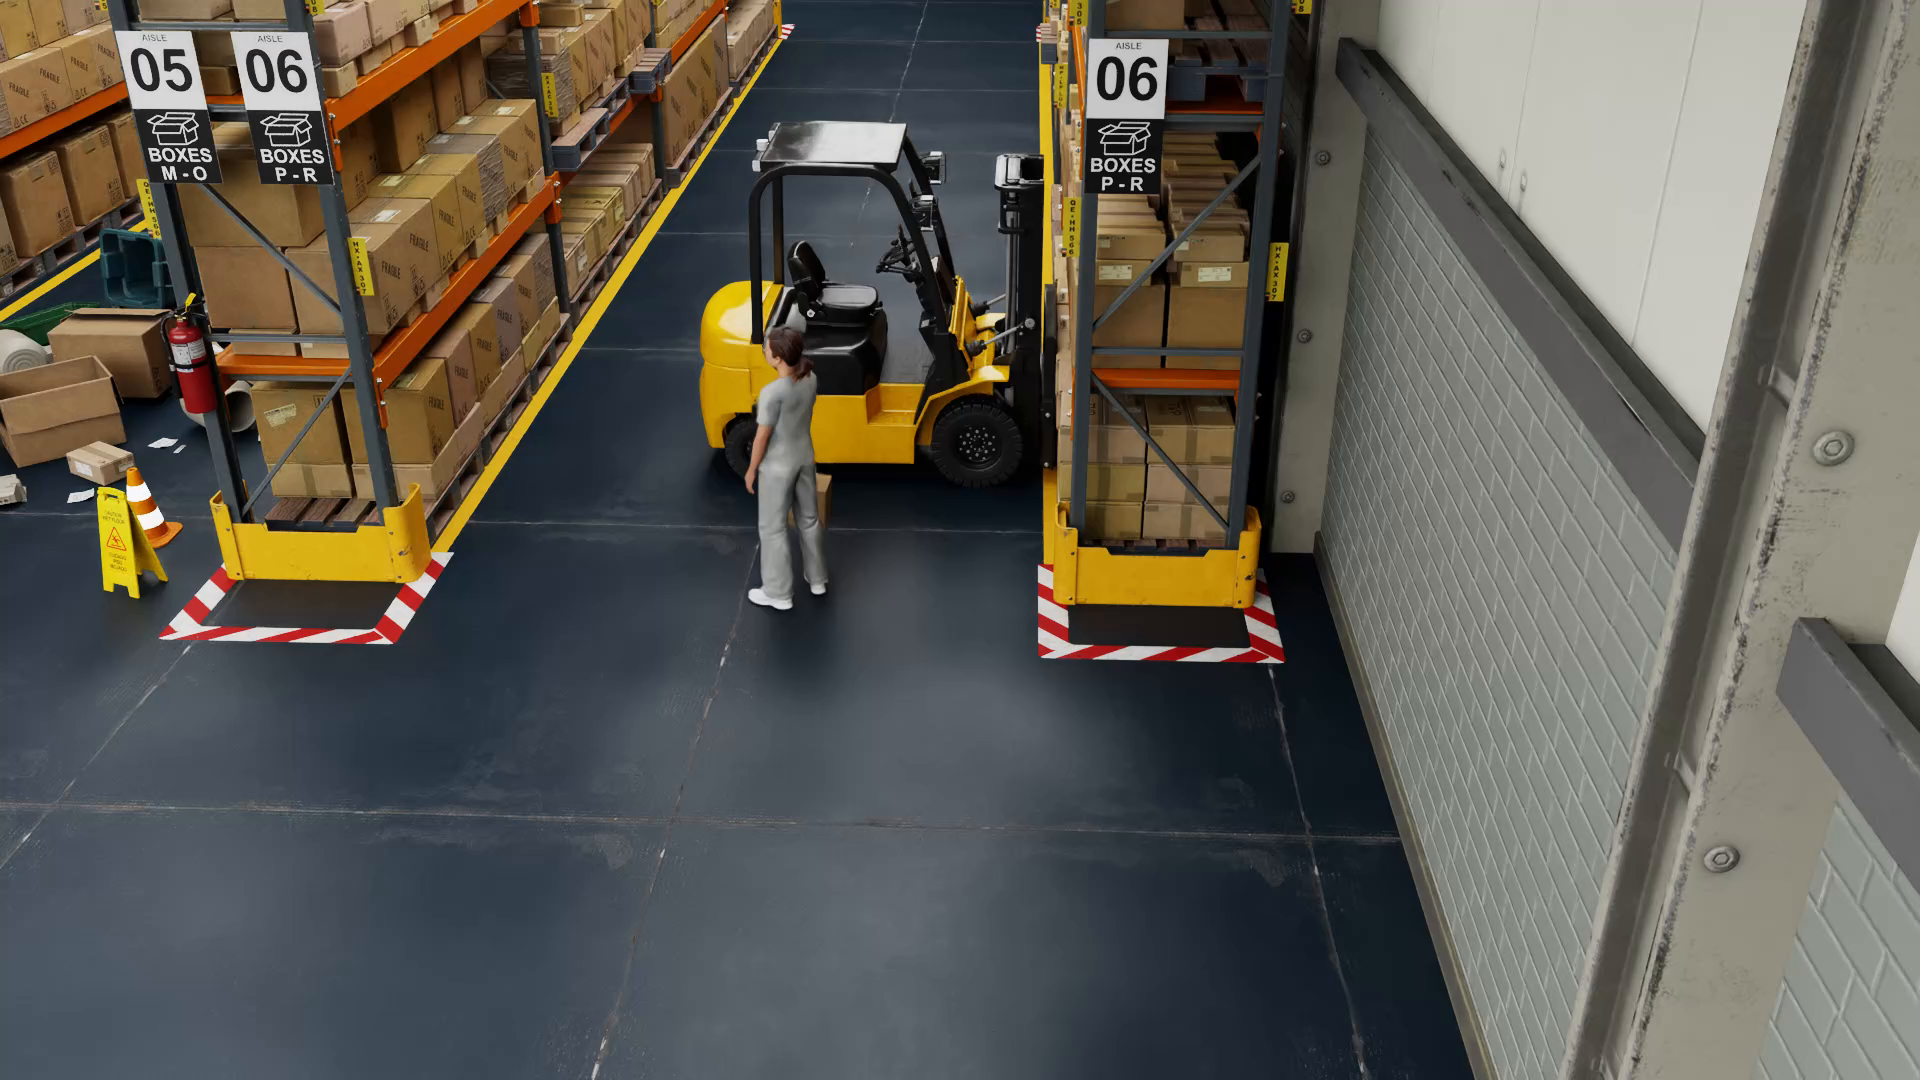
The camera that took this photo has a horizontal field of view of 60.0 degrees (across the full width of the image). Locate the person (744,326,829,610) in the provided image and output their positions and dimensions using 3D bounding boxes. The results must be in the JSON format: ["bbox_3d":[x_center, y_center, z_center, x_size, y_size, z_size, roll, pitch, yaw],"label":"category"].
[{"bbox_3d":[-0.970,-0.421,9.370,0.396,1.681,0.540,19,34,32],"label":"person"}]
